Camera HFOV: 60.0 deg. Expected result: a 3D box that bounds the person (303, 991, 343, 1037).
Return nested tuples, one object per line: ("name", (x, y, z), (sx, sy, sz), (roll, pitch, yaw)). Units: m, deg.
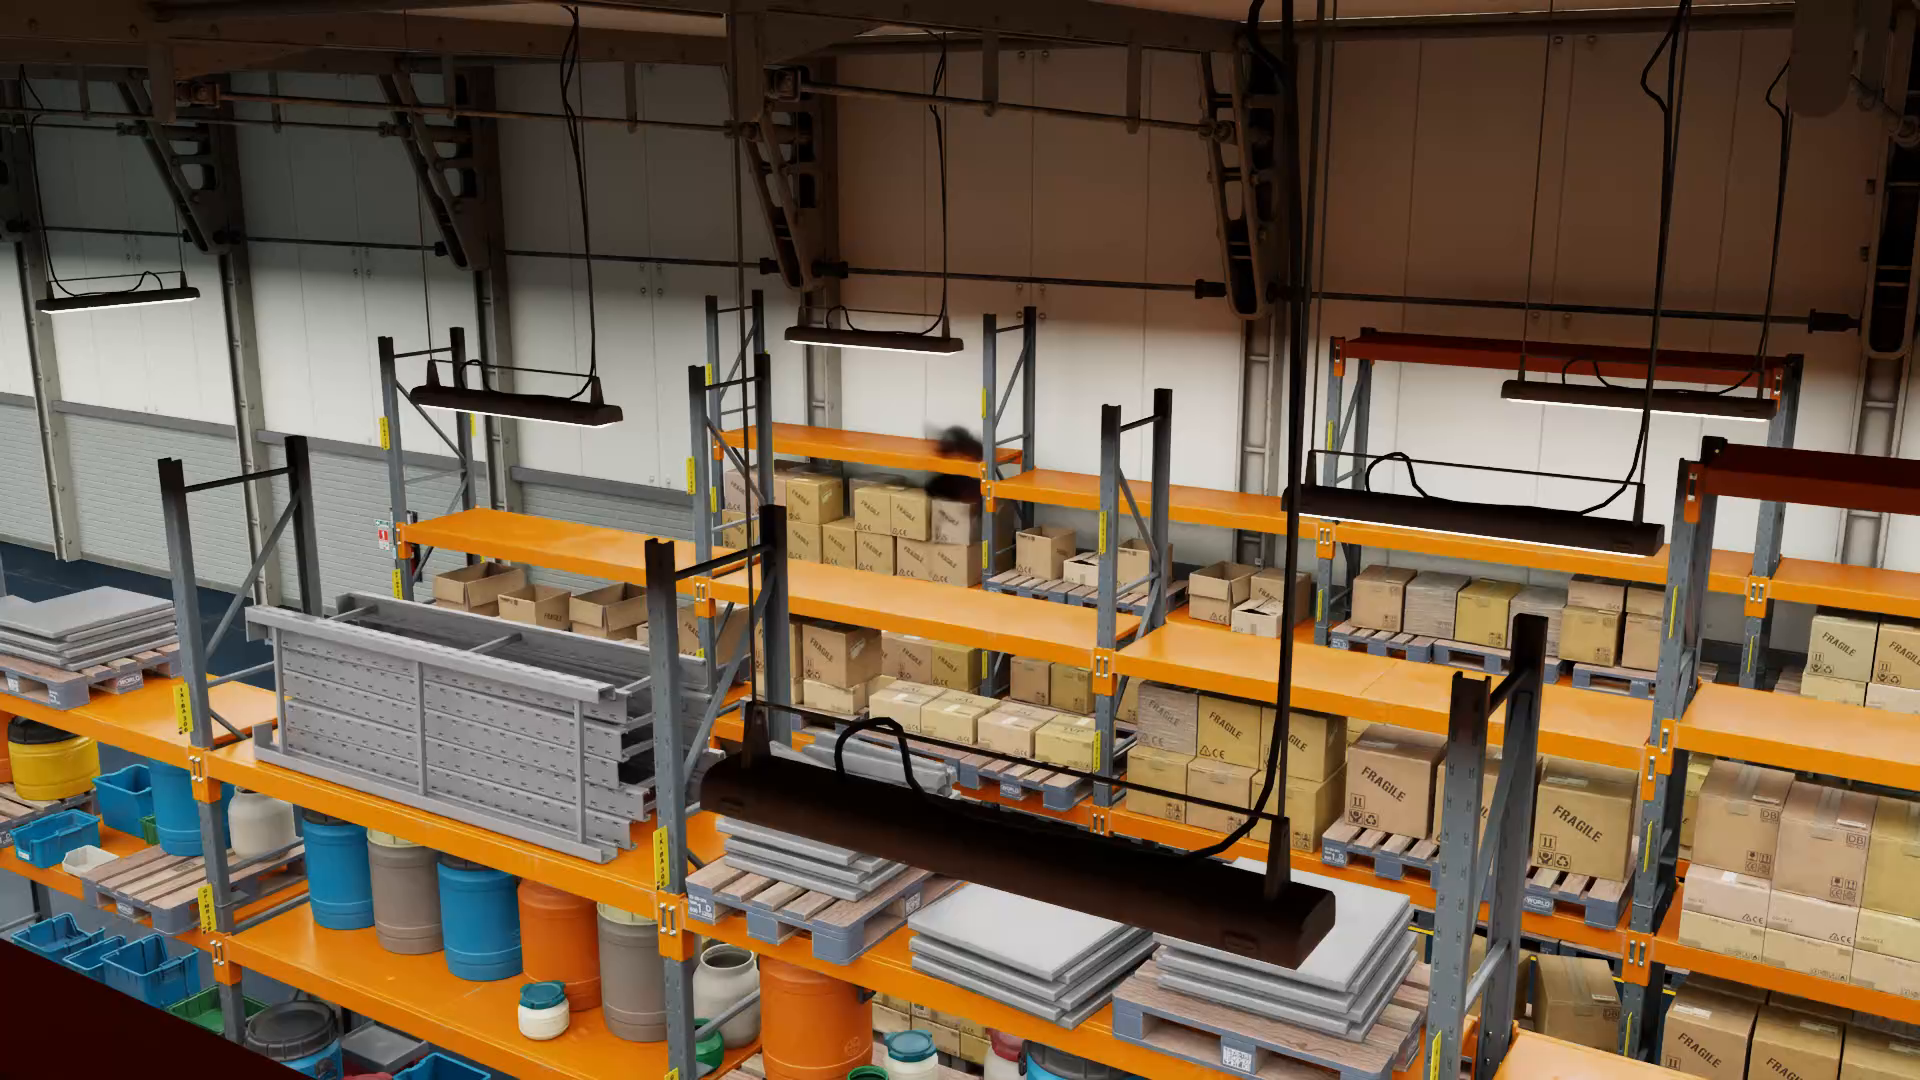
("person", (-5.220, 3.987, 14.037), (0.852, 1.538, 0.551), (10, 17, 34))
